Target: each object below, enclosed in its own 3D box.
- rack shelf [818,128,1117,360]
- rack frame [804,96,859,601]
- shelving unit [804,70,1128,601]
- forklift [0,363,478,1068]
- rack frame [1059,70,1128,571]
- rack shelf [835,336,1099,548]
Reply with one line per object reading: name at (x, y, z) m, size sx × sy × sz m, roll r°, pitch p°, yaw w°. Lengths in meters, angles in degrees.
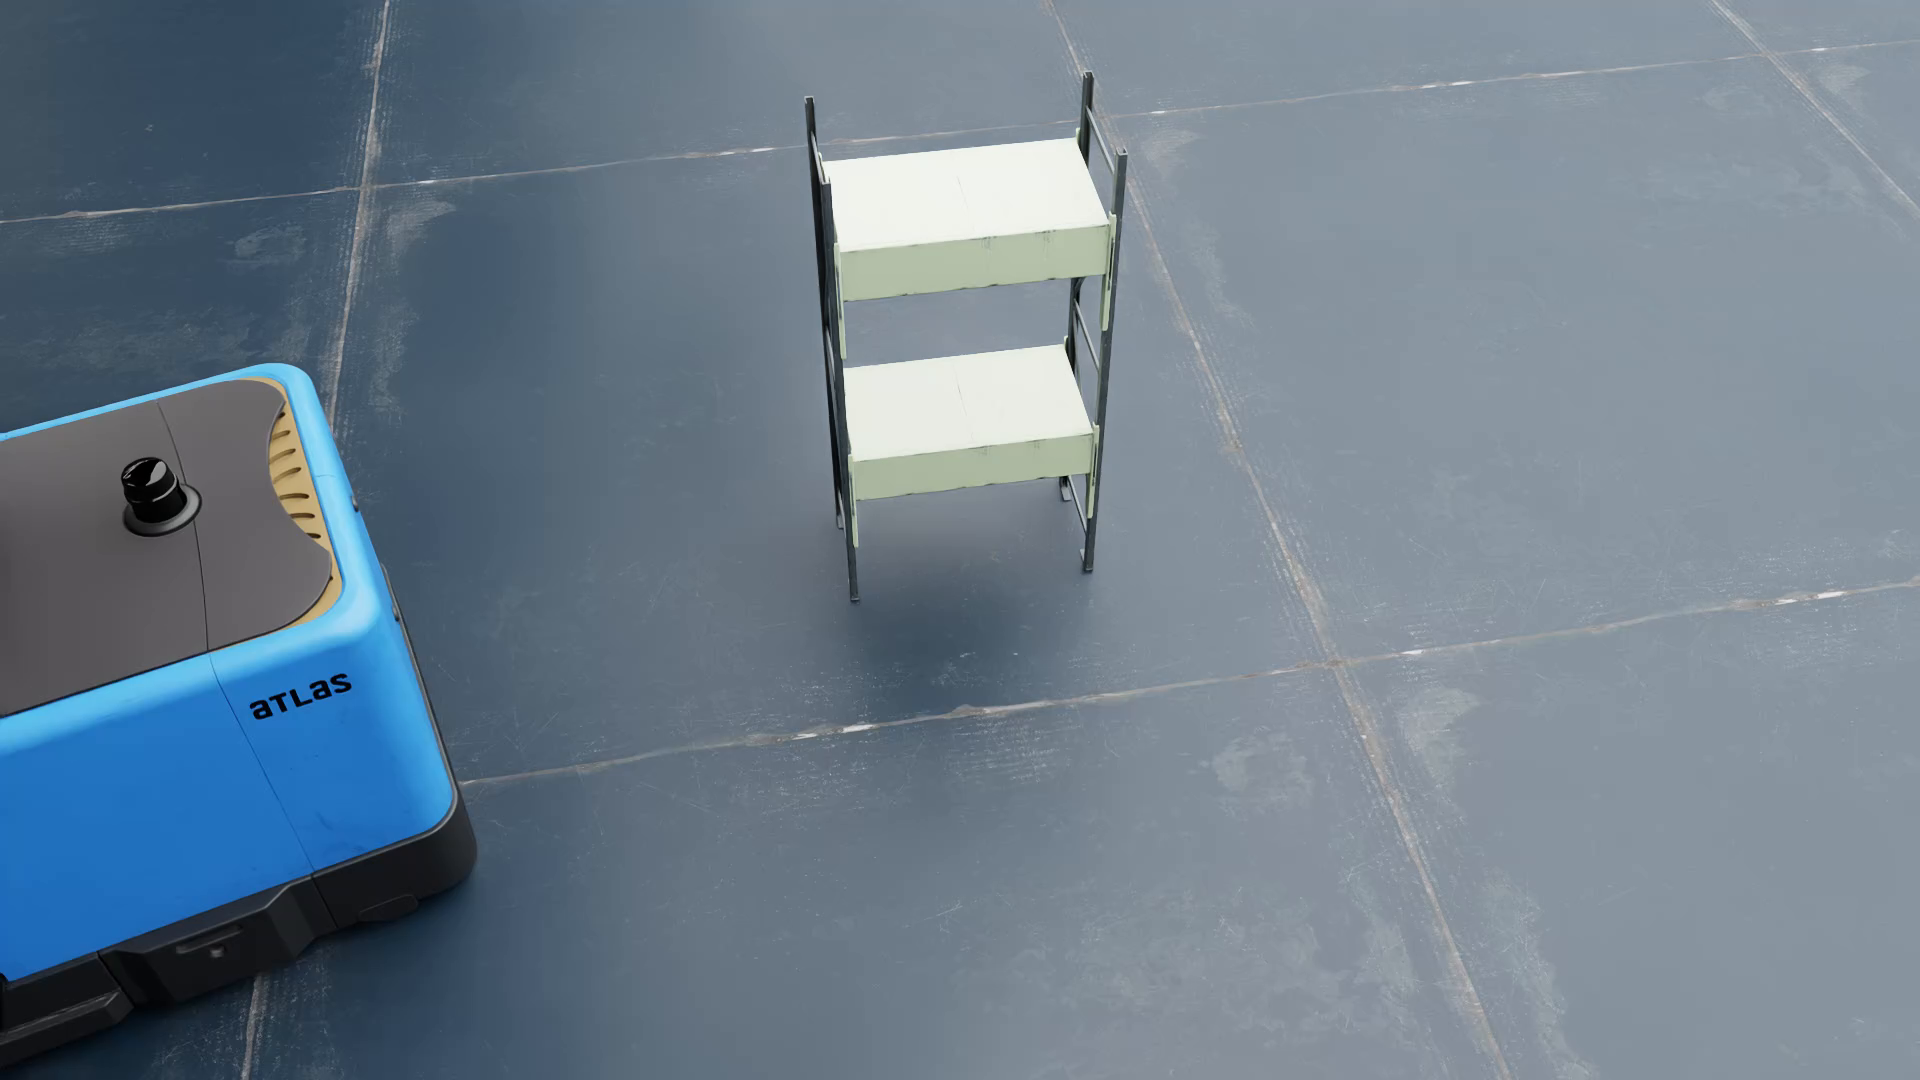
rack shelf at (0.007, -0.792, 4.430) m, size 0.720 × 0.370 × 0.431 m, roll -7°, pitch 46°, yaw -7°
rack frame at (-0.354, -0.476, 4.667) m, size 0.023 × 1.500 × 0.400 m, roll -7°, pitch 46°, yaw -7°
shelving unit at (0.007, -0.521, 4.711) m, size 0.755 × 1.500 × 0.431 m, roll -7°, pitch 46°, yaw -7°
forklift at (-2.822, 0.027, 3.189) m, size 3.031 × 2.935 × 1.130 m, roll -19°, pitch 49°, yaw -17°
rack frame at (0.367, -0.566, 4.754) m, size 0.023 × 1.500 × 0.400 m, roll -7°, pitch 46°, yaw -7°
rack shelf at (0.007, -0.295, 4.945) m, size 0.720 × 0.370 × 0.431 m, roll -7°, pitch 46°, yaw -7°
